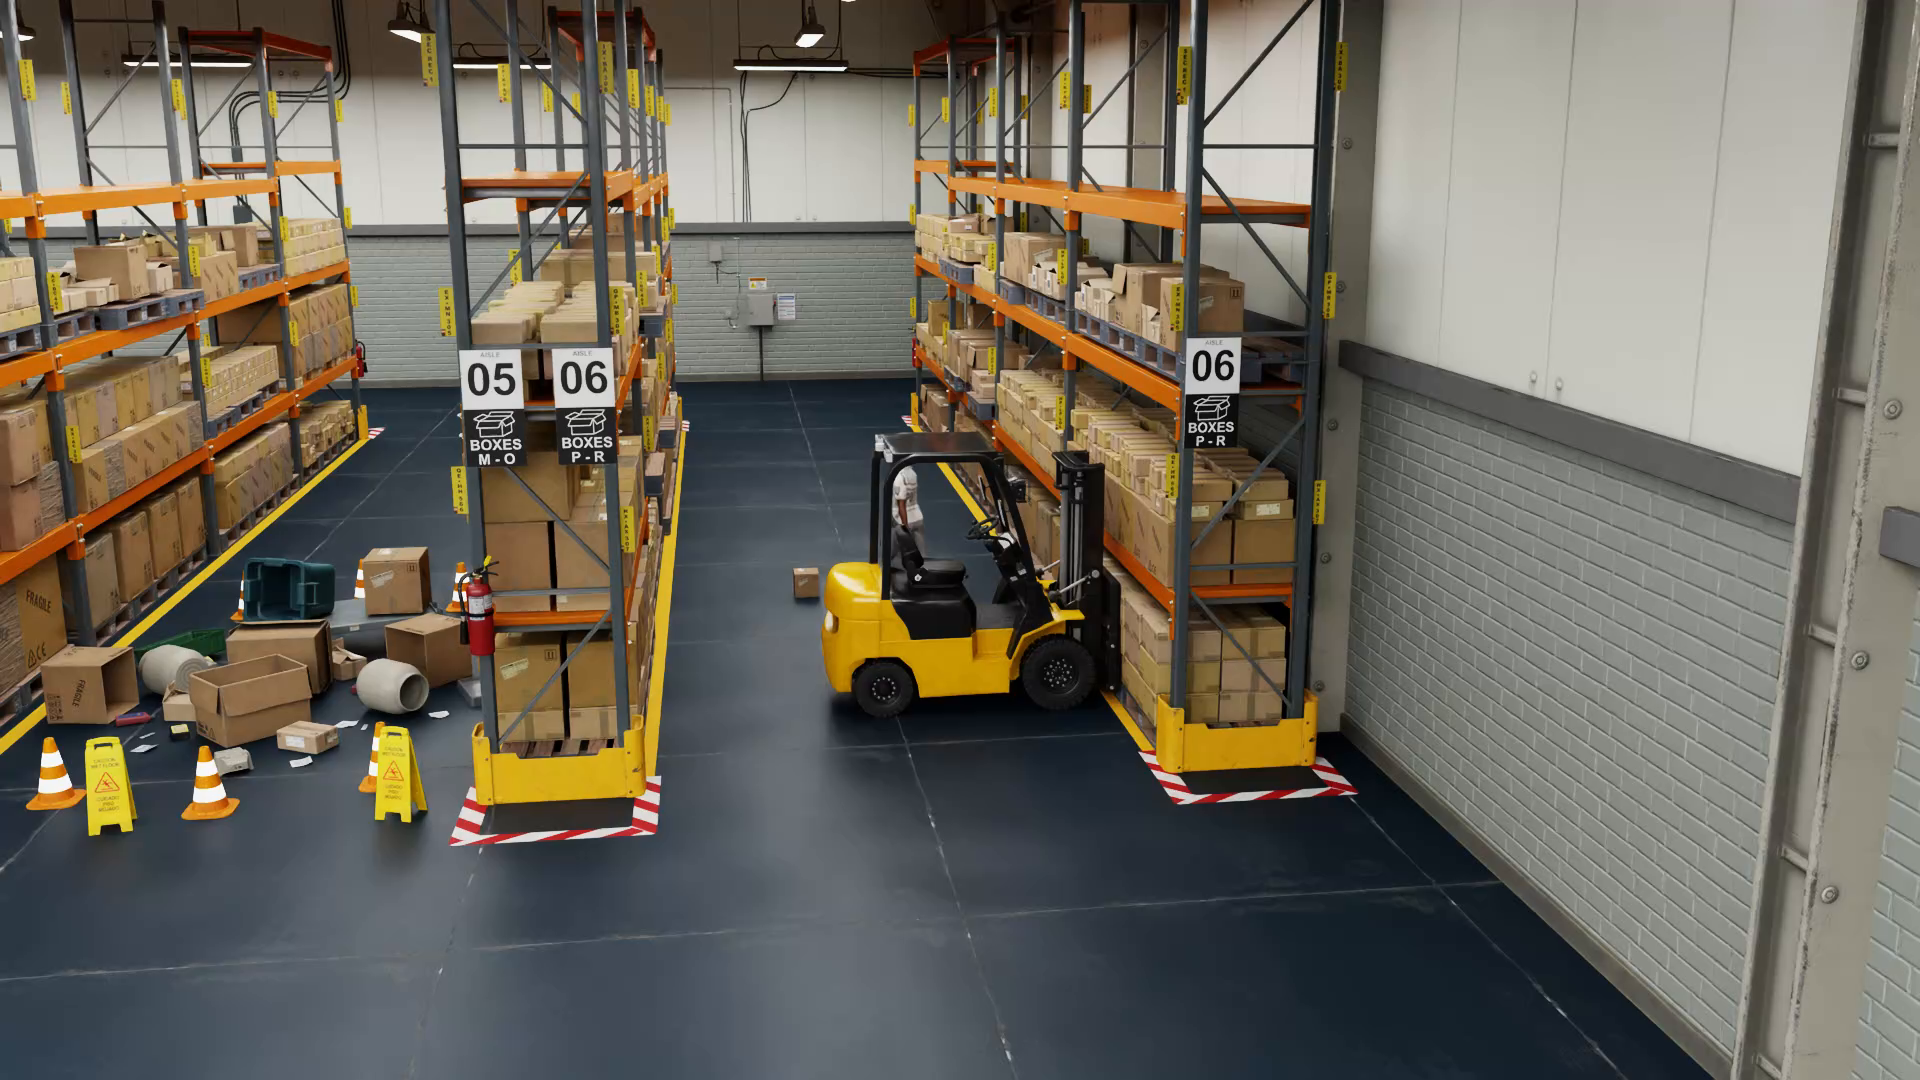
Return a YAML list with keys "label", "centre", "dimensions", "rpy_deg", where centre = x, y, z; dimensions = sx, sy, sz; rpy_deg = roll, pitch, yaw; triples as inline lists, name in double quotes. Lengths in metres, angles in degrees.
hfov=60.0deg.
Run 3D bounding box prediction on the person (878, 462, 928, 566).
- label: "person"
  centre: [-0.595, -0.167, 16.616]
  dimensions: [0.965, 1.626, 0.476]
  rpy_deg: [8, 16, 31]
